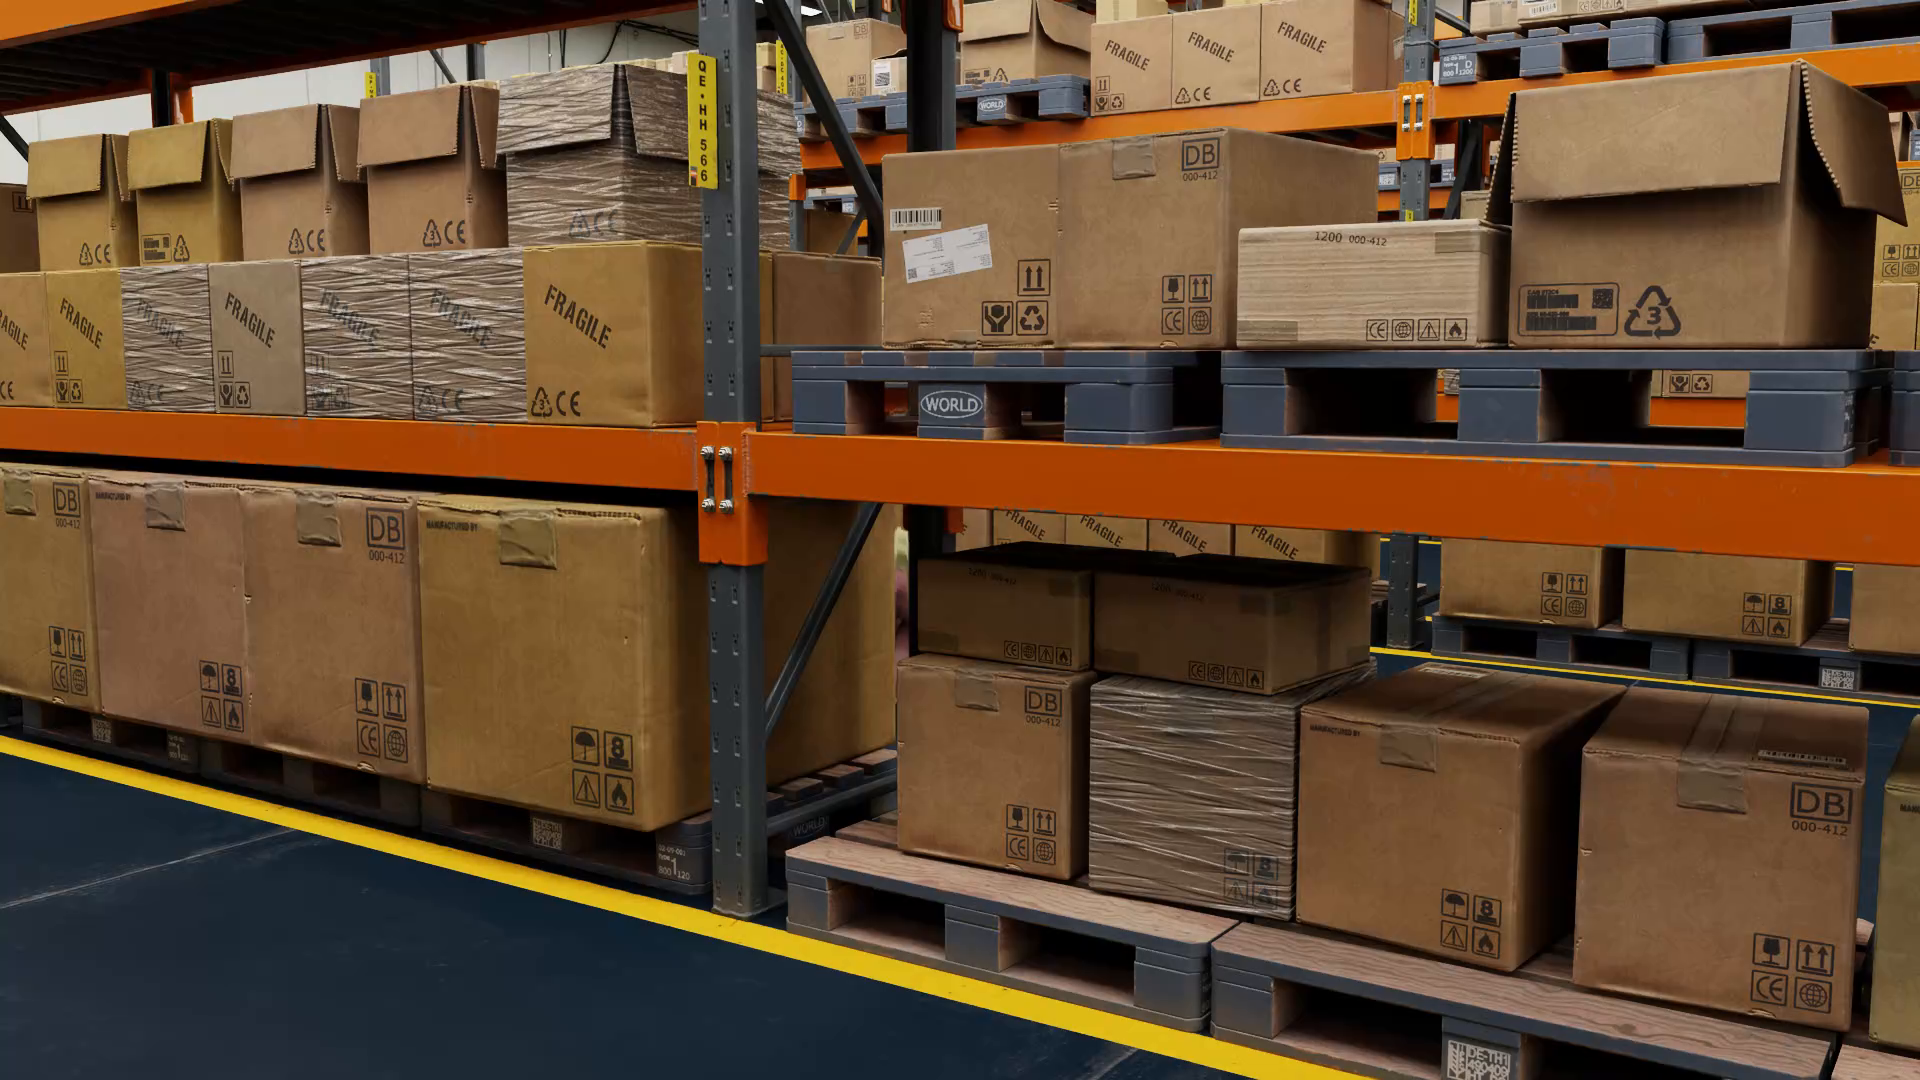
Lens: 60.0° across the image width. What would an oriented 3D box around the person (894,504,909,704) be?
[{"bbox_3d":[-0.266,0.178,7.329,0.425,1.020,0.871,4,7,31],"label":"person"}]
